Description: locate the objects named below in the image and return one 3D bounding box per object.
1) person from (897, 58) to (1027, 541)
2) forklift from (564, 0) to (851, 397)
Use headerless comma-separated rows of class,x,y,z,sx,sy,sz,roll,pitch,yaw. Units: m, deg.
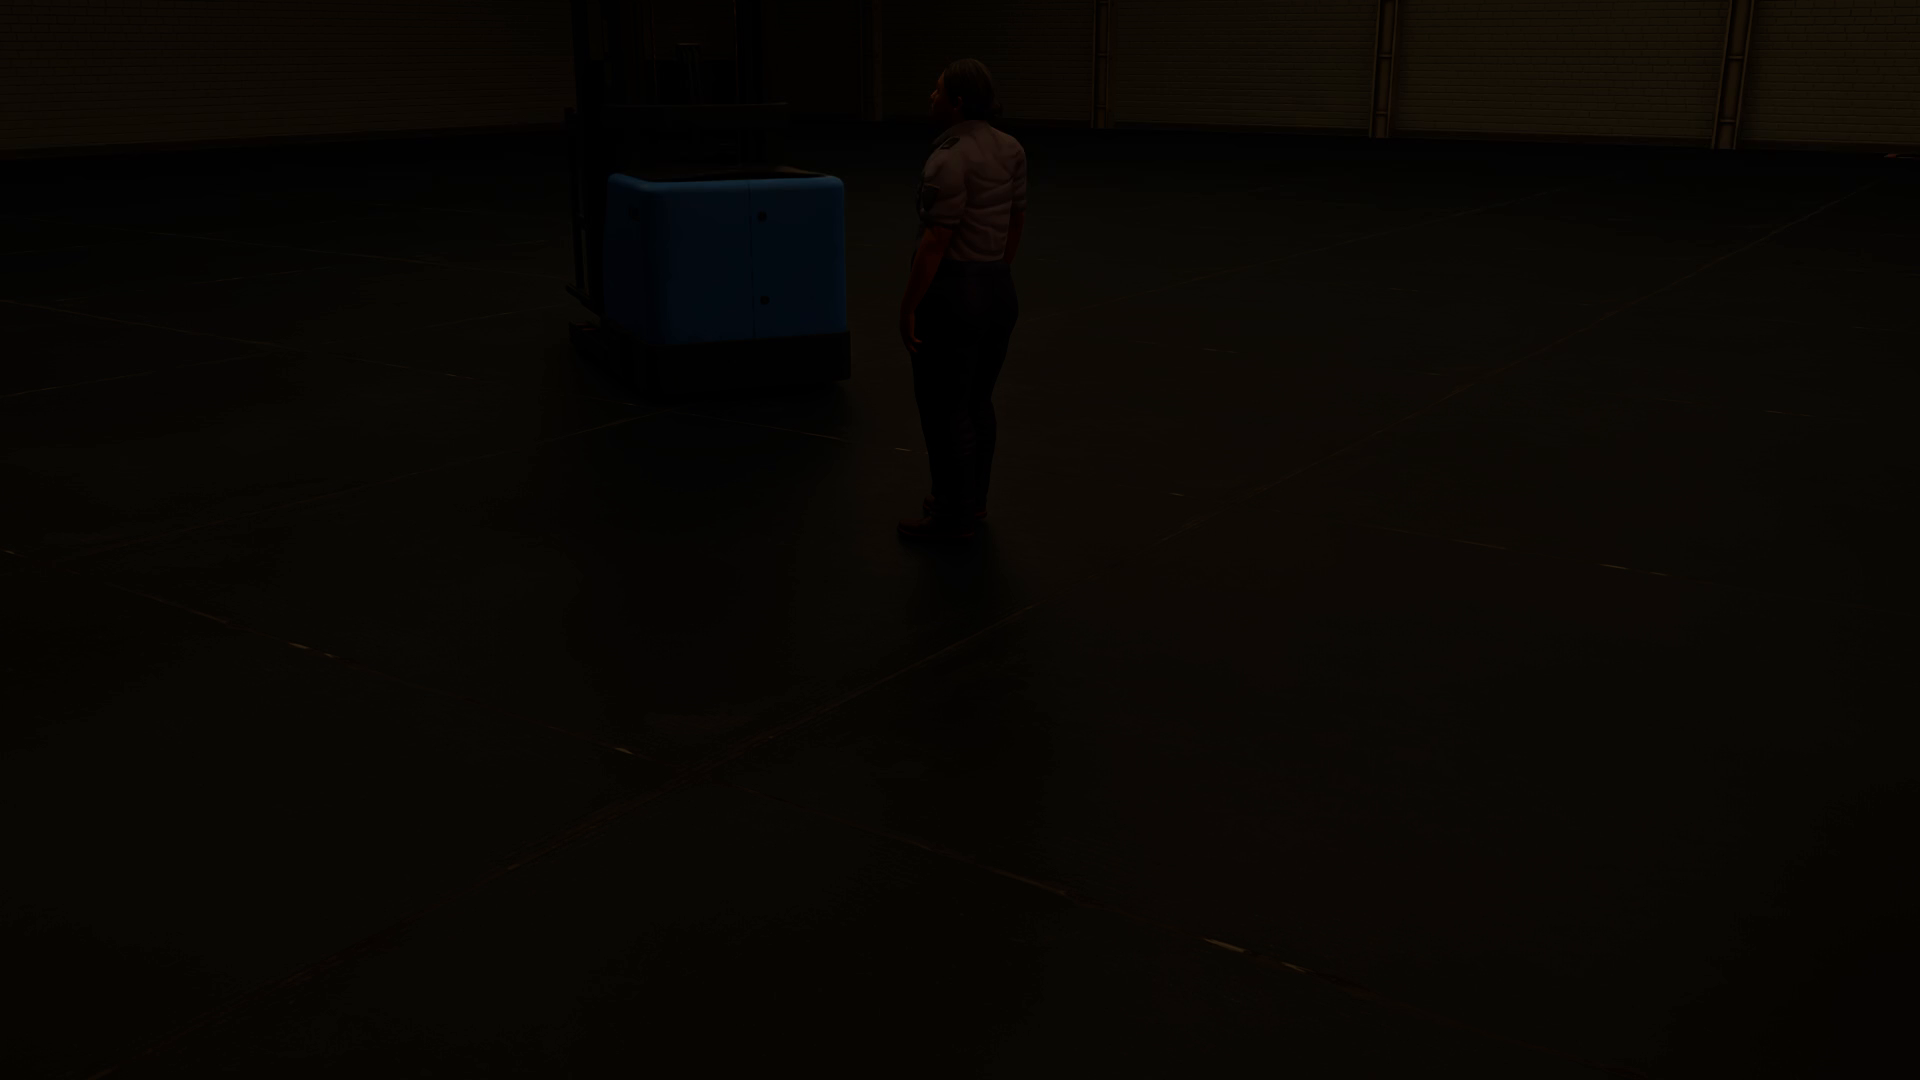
person,-0.061,-0.816,5.776,0.503,1.650,0.599,11,20,33
forklift,-1.610,-2.487,9.150,1.130,2.935,3.031,-7,18,-23
